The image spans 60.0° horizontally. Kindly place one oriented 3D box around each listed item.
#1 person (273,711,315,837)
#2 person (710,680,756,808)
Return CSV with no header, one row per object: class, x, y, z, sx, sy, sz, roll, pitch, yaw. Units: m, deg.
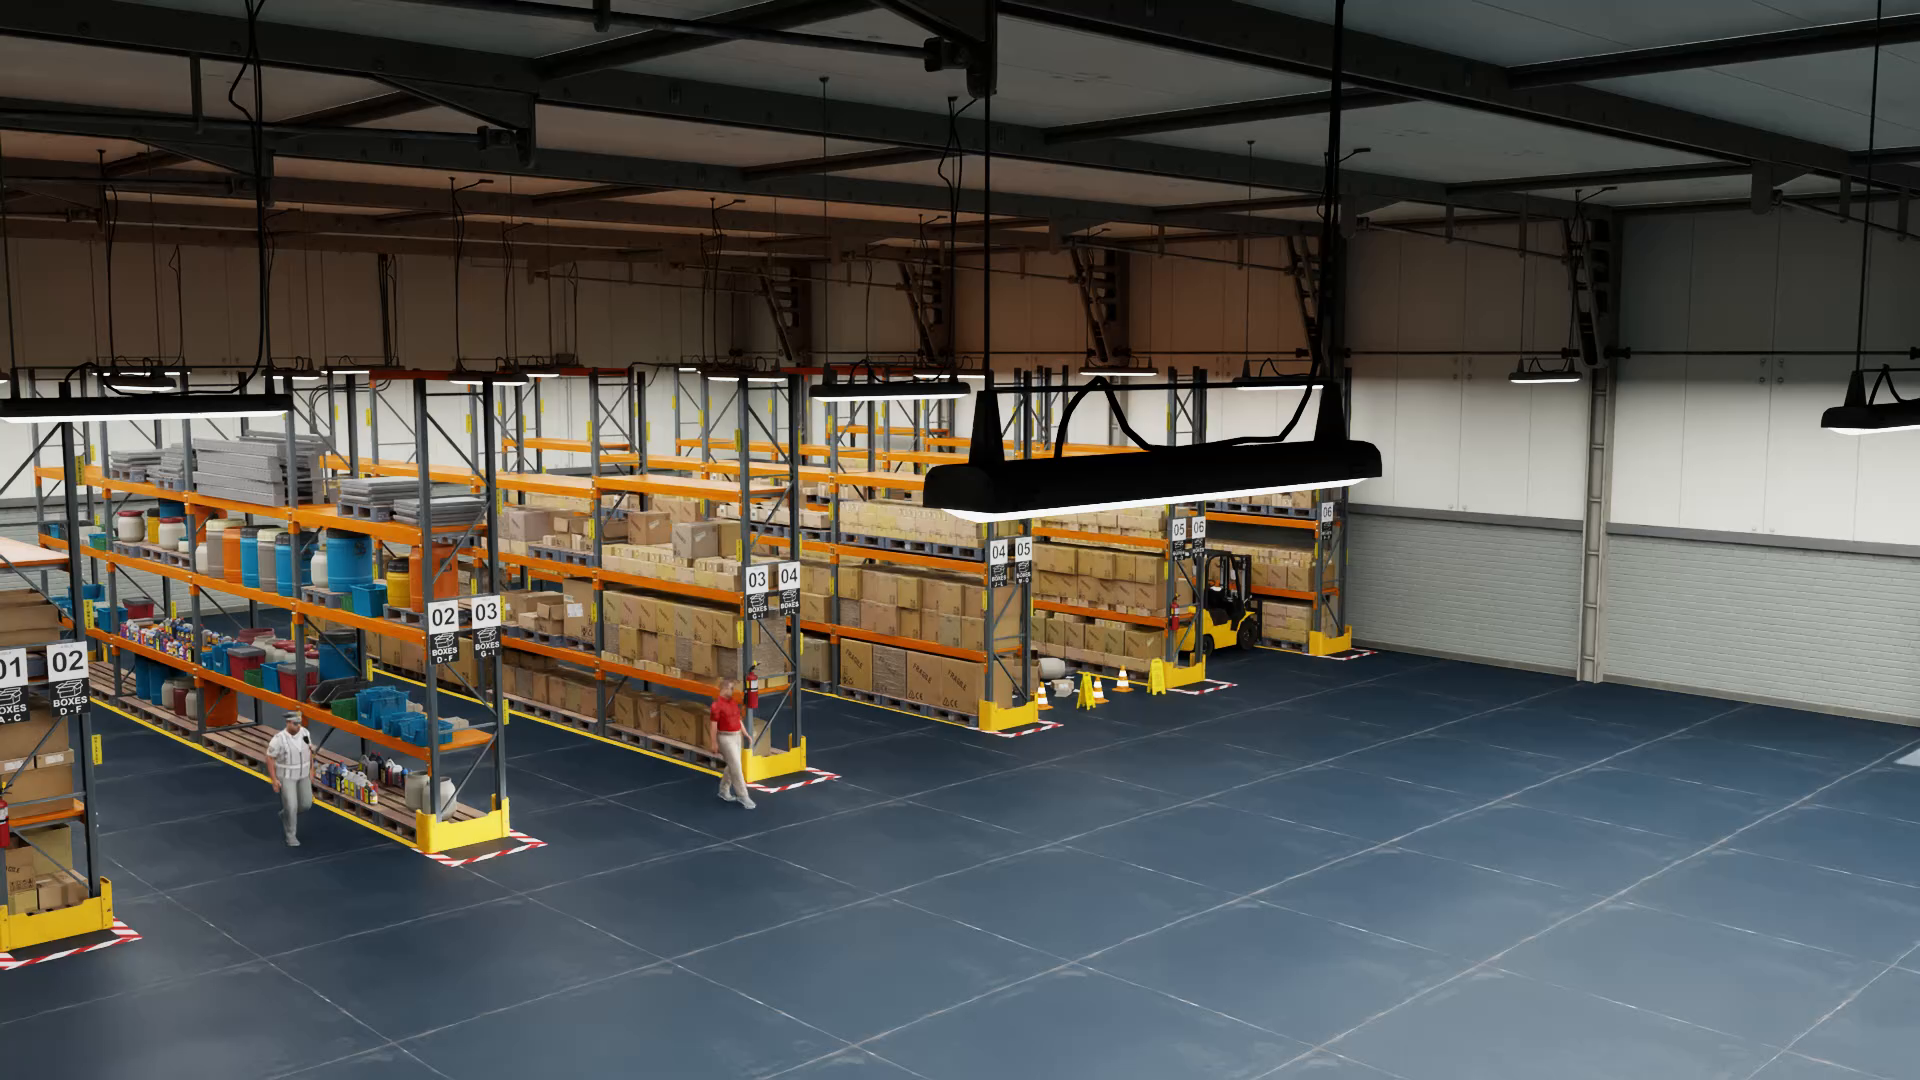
person,-8.669,3.006,21.566,0.517,1.656,0.465,4,8,35
person,-3.118,2.853,23.418,0.768,1.739,0.561,3,7,23
